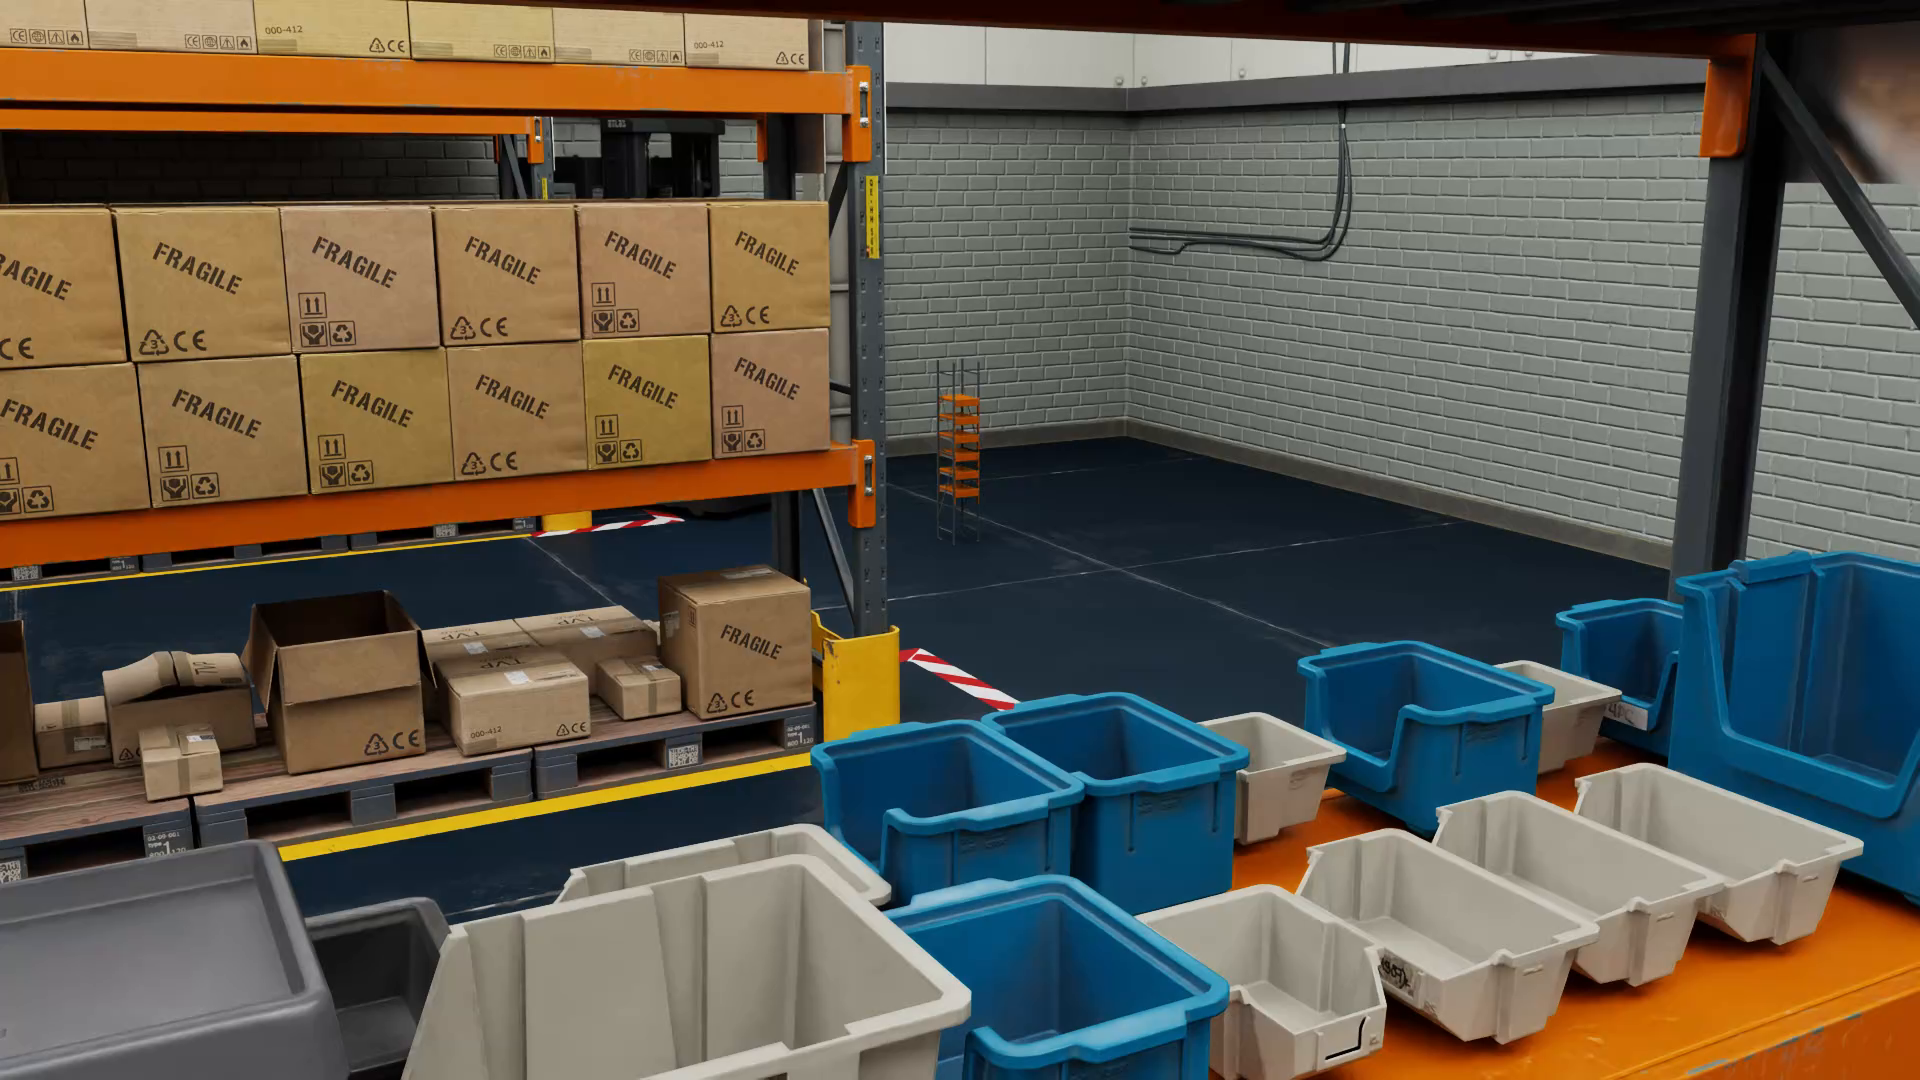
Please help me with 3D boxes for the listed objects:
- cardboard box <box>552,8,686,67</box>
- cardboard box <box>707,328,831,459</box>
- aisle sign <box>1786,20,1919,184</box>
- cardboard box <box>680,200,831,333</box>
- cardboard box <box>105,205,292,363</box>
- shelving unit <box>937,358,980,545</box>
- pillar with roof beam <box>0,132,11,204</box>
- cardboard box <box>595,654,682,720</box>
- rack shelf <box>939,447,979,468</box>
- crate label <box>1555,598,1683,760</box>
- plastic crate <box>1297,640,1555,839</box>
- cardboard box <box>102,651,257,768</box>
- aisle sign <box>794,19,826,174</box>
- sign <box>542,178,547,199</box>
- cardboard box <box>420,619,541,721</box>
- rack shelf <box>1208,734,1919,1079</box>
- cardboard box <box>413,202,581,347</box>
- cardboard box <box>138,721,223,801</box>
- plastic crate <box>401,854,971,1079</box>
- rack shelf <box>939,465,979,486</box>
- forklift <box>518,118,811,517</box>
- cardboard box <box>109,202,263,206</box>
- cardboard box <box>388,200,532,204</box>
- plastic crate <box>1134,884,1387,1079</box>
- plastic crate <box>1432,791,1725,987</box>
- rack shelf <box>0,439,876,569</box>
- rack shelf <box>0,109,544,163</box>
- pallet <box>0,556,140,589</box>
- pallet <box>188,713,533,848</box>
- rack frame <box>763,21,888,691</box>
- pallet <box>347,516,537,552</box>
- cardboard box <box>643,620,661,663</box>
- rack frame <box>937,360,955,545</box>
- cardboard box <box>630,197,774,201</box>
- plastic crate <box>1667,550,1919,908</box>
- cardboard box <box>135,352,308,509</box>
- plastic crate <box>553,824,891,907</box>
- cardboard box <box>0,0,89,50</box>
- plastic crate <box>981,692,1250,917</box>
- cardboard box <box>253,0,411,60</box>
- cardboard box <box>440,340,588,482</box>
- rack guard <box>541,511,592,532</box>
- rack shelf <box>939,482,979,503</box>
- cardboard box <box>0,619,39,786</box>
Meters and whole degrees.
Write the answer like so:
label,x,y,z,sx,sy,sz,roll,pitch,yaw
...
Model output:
label,x,y,z,sx,sy,sz,roll,pitch,yaw
cardboard box,-1.370,-1.922,6.329,0.500,0.250,0.500,-7,14,-28
cardboard box,-0.864,-0.637,6.879,0.500,0.500,0.500,-6,14,-26
aisle sign,1.690,-1.066,3.091,0.004,0.787,0.394,-7,14,-28
cardboard box,-0.860,-1.124,6.768,0.500,0.500,0.500,-7,14,-28
cardboard box,-2.660,-0.907,5.802,0.500,0.500,0.500,-7,15,-30
shelving unit,-0.013,-0.584,10.971,0.189,1.200,0.258,-7,14,-28
pillar with roof beam,-4.226,-3.558,6.425,0.400,9.000,9.100,-7,14,-28
cardboard box,-1.359,0.610,7.017,0.250,0.166,0.380,-7,14,-28
rack shelf,-0.013,-0.540,10.980,0.180,0.103,0.258,-7,14,-28
crate label,1.395,0.282,3.267,0.303,0.233,0.416,-7,14,-28
plastic crate,0.817,0.352,2.959,0.300,0.233,0.416,-7,14,-28
cardboard box,-3.090,0.637,6.569,0.500,0.311,0.500,-7,14,-28
aisle sign,-0.682,-2.020,7.330,0.004,0.787,0.394,-7,14,-28
sign,-2.730,-2.216,10.948,0.005,0.325,0.100,-7,14,-28
cardboard box,-2.092,0.547,7.107,0.500,0.250,0.500,-7,14,-28
rack shelf,0.014,0.829,2.233,4.000,0.370,1.077,-7,14,-28
cardboard box,-1.756,-1.015,6.284,0.500,0.500,0.500,-6,14,-26
cardboard box,-2.885,0.806,6.149,0.250,0.166,0.380,-7,14,-28
plastic crate,-0.313,0.592,1.781,0.530,0.282,0.437,-7,14,-28
rack shelf,-0.013,-0.423,11.007,0.180,0.103,0.258,-7,14,-28
forklift,-2.587,-1.827,12.551,3.031,2.935,1.130,9,15,35
cardboard box,-2.901,-1.014,6.277,0.500,0.500,0.500,-7,14,-27
cardboard box,-2.014,-1.120,6.749,0.500,0.500,0.500,-7,14,-27
plastic crate,0.395,0.584,2.146,0.250,0.136,0.298,-7,14,-28
plastic crate,0.879,0.515,2.452,0.243,0.136,0.396,-7,14,-28
rack shelf,-2.357,-0.126,6.476,4.000,0.370,1.077,-7,14,-28
rack shelf,-4.733,-2.544,10.387,4.000,0.370,1.077,-7,14,-28
pallet,-5.784,0.075,10.297,1.213,0.211,1.003,-7,14,-28
pallet,-2.437,0.893,6.663,1.213,0.211,1.003,-7,14,-28
rack frame,-0.601,-0.687,7.332,0.127,3.000,1.000,-7,14,-28
pallet,-3.642,-0.182,11.438,1.213,0.211,1.003,-7,14,-28
cardboard box,-1.353,0.484,7.576,0.250,0.166,0.380,-7,14,-28
rack frame,-0.093,-0.574,10.928,0.006,1.200,0.240,-7,14,-28
cardboard box,-1.117,-1.228,7.230,0.500,0.500,0.500,-6,14,-26
plastic crate,1.565,0.292,2.762,0.499,0.435,0.616,-7,14,-28
cardboard box,-2.646,-0.423,5.930,0.500,0.500,0.500,-7,14,-28
plastic crate,-0.357,0.547,2.313,0.466,0.136,0.293,-7,14,-28
cardboard box,-3.126,-1.712,5.395,0.500,0.250,0.500,-7,14,-28
plastic crate,0.239,0.421,2.651,0.300,0.233,0.416,-7,14,-28
cardboard box,-2.249,-1.818,5.864,0.500,0.250,0.500,-7,14,-28
cardboard box,-1.758,-0.530,6.404,0.500,0.500,0.500,-7,14,-27
rack guard,-2.957,-0.425,11.858,0.348,0.500,1.175,-7,14,-28
rack shelf,-0.013,-0.306,11.033,0.180,0.103,0.258,-7,14,-28
cardboard box,-3.748,0.624,6.198,0.500,0.500,0.500,-7,14,-28
